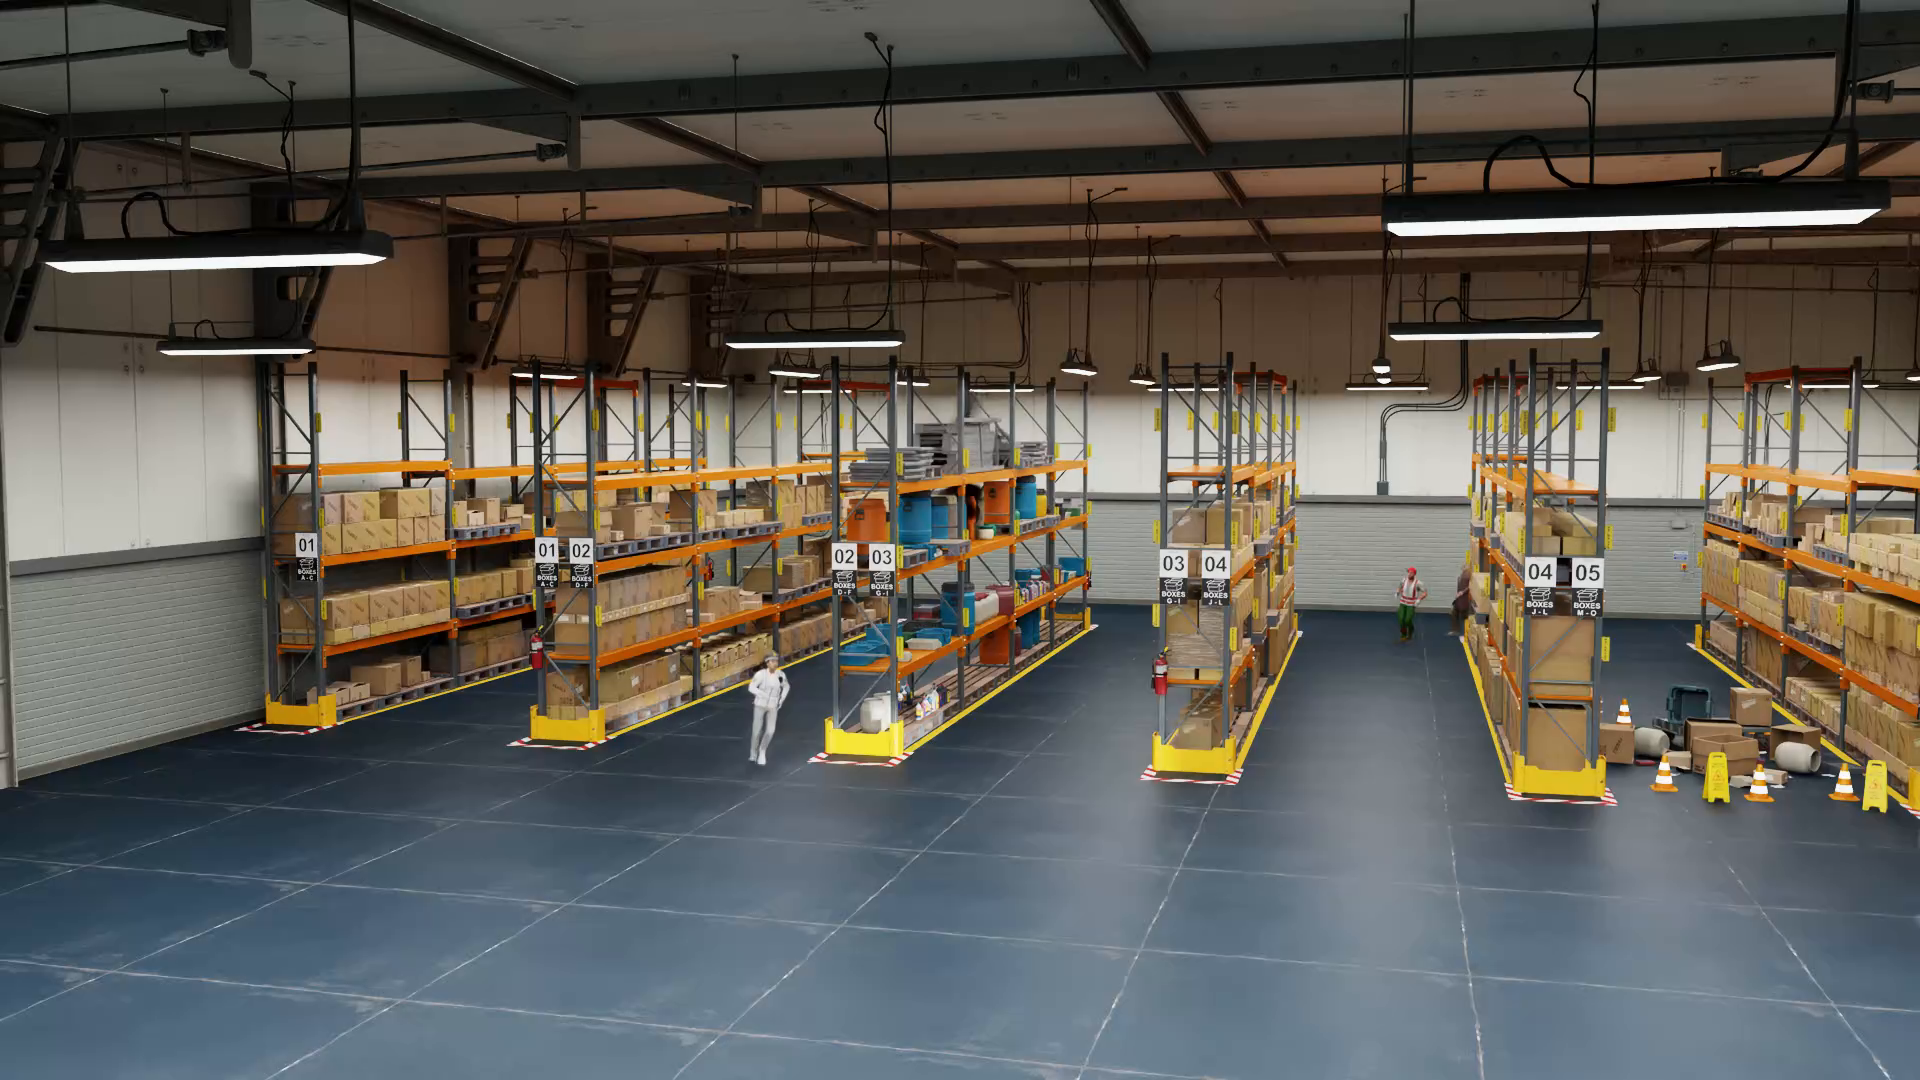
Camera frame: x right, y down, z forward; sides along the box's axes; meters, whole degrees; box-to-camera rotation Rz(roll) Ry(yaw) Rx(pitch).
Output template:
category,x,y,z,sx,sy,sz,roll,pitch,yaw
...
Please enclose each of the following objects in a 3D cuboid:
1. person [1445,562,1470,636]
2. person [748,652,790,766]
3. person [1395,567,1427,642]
category,x,y,z,sx,sy,sz,roll,pitch,yaw
person,11.877,1.396,39.085,0.883,1.782,0.750,0,4,-5
person,-2.792,2.469,24.383,0.622,1.675,0.630,-1,4,-10
person,10.226,1.476,37.854,0.678,1.728,0.621,4,5,42
